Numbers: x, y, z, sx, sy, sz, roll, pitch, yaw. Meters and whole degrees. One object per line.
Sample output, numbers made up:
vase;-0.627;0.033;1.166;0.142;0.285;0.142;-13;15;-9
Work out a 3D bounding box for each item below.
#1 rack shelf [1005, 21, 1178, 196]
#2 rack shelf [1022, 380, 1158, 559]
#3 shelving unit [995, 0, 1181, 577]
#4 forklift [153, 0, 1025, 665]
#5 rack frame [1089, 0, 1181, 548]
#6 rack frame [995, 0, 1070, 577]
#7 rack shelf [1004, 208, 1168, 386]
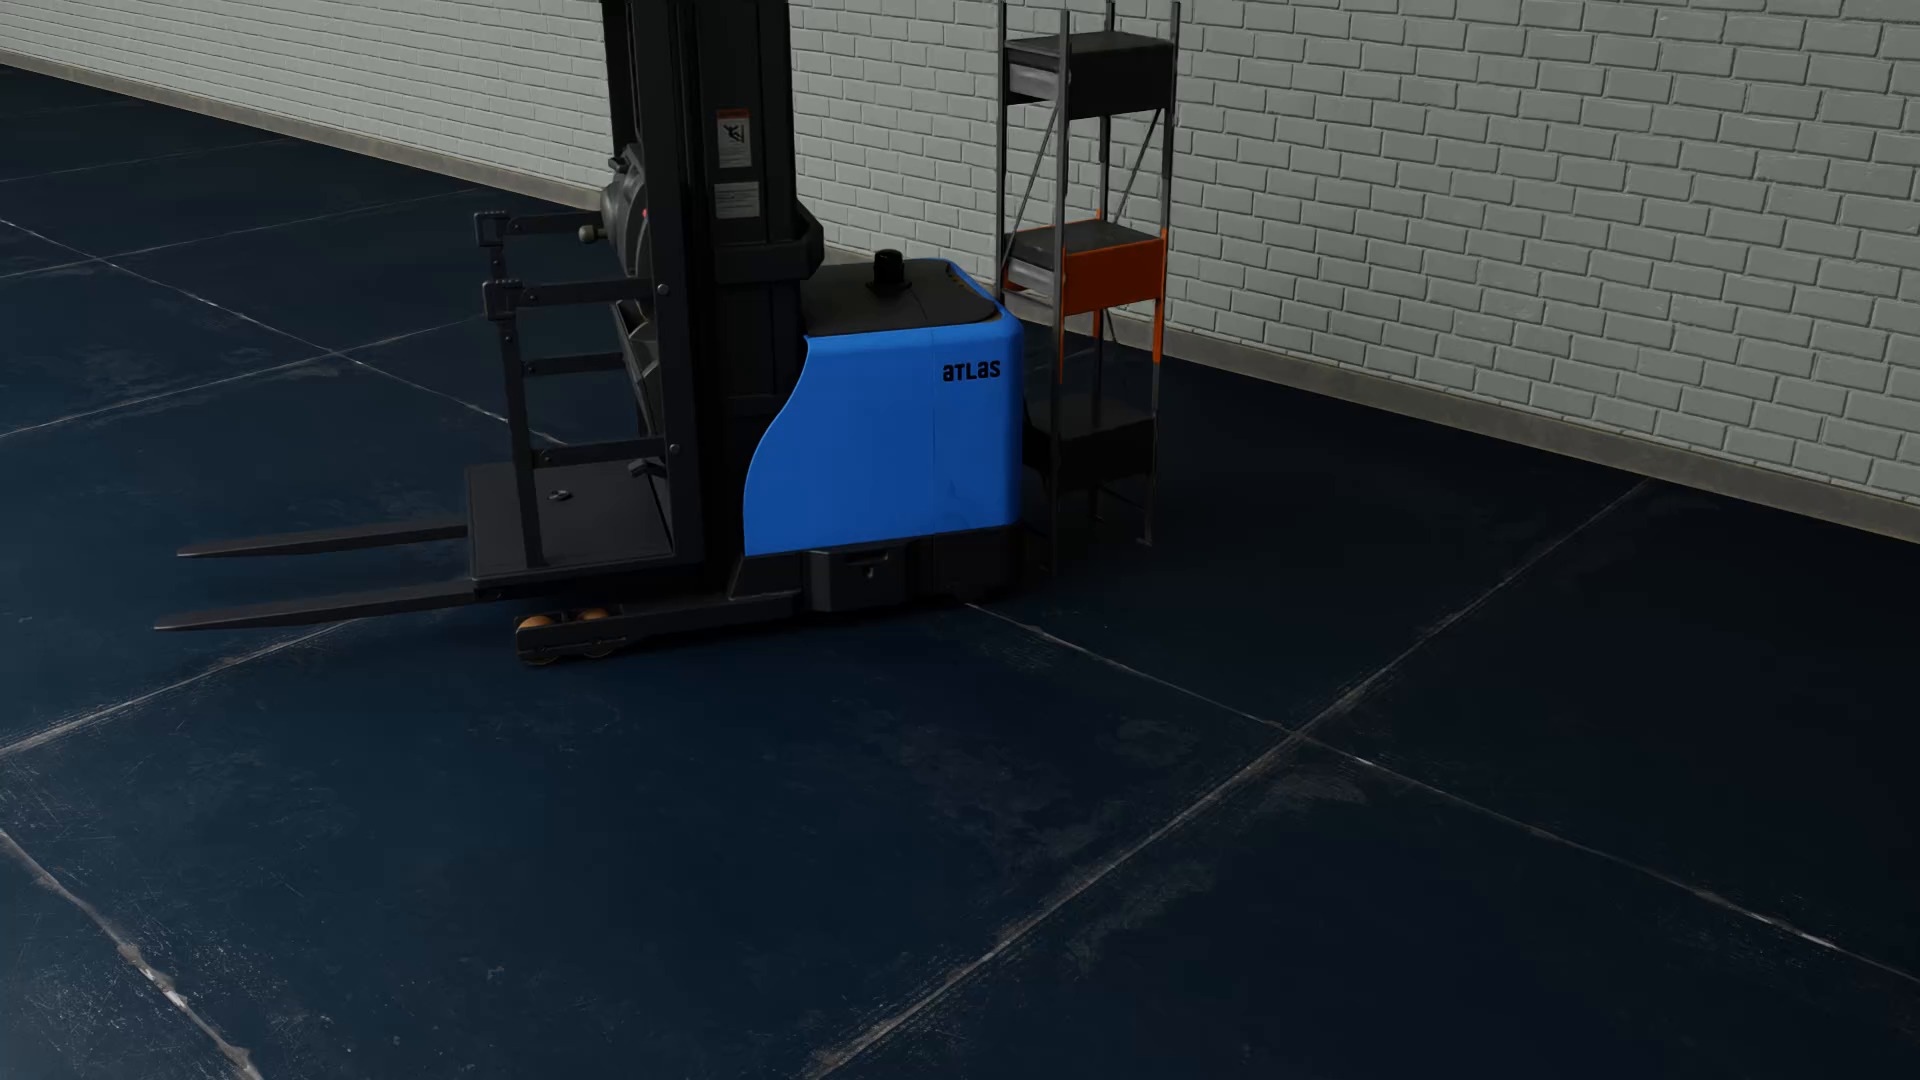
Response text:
rack shelf;0.454;-1.566;5.999;0.480;0.518;0.431;-15;28;-31
rack shelf;0.454;-0.289;6.572;0.480;0.518;0.431;-15;28;-31
shelving unit;0.454;-0.940;6.280;0.503;2.100;0.431;-15;28;-31
forklift;-1.333;-1.144;5.718;3.031;2.935;1.130;-7;25;-15
rack frame;0.657;-0.995;6.404;0.015;2.100;0.400;-15;28;-31
rack frame;0.252;-0.884;6.156;0.015;2.100;0.400;-15;28;-31
rack shelf;0.454;-0.927;6.285;0.480;0.518;0.431;-15;28;-31
